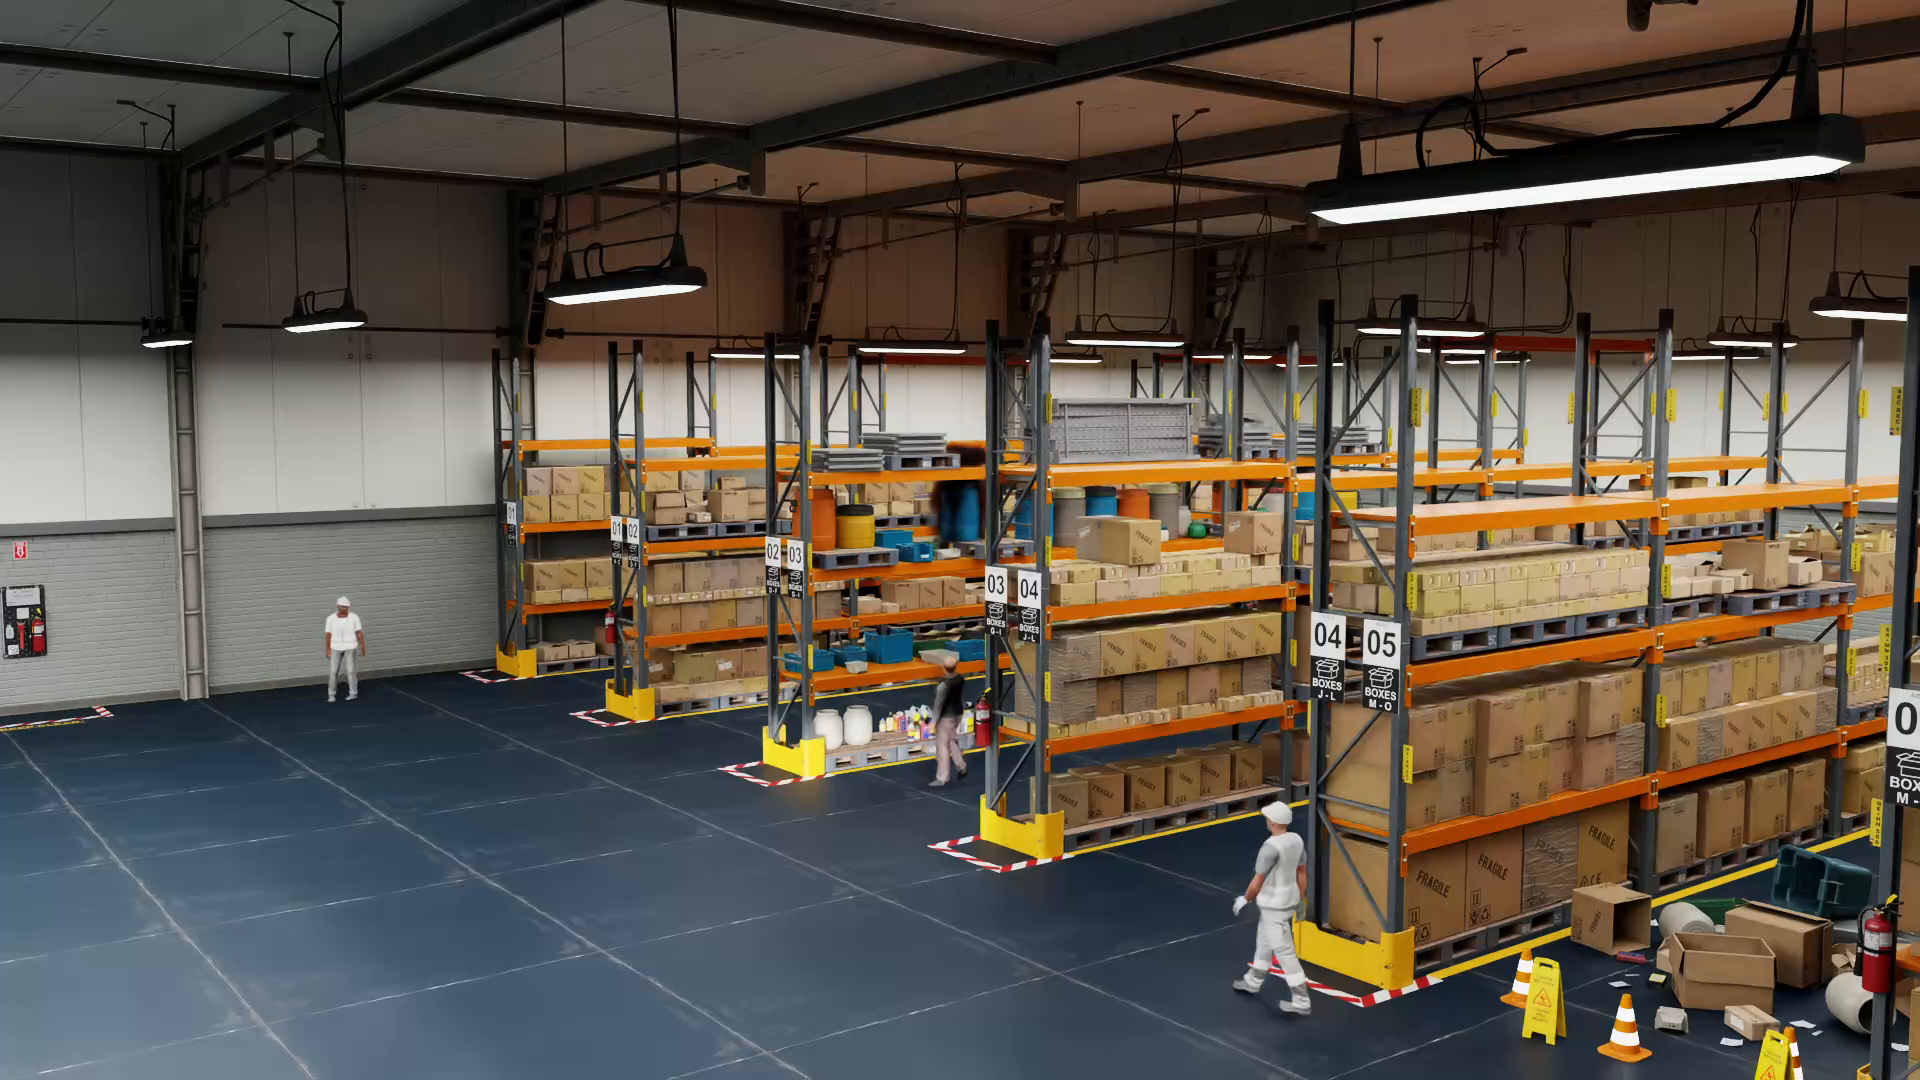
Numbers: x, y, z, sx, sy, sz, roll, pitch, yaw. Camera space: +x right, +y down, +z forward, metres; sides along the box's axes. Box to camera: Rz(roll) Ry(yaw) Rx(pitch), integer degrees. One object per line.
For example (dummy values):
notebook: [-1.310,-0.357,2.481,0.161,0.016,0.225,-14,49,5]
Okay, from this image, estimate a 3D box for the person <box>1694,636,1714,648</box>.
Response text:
person: [11.025,2.173,24.707,0.975,1.638,0.464,-4,7,-41]

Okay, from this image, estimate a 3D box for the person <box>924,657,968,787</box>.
person: [-0.164,2.368,21.907,0.460,1.713,0.635,2,6,26]

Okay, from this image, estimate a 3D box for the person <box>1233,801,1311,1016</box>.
person: [2.576,3.042,13.958,0.864,1.763,0.548,4,6,38]

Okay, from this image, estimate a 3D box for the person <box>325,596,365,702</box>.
person: [-10.380,1.836,28.080,0.646,1.778,0.376,-1,5,-13]
